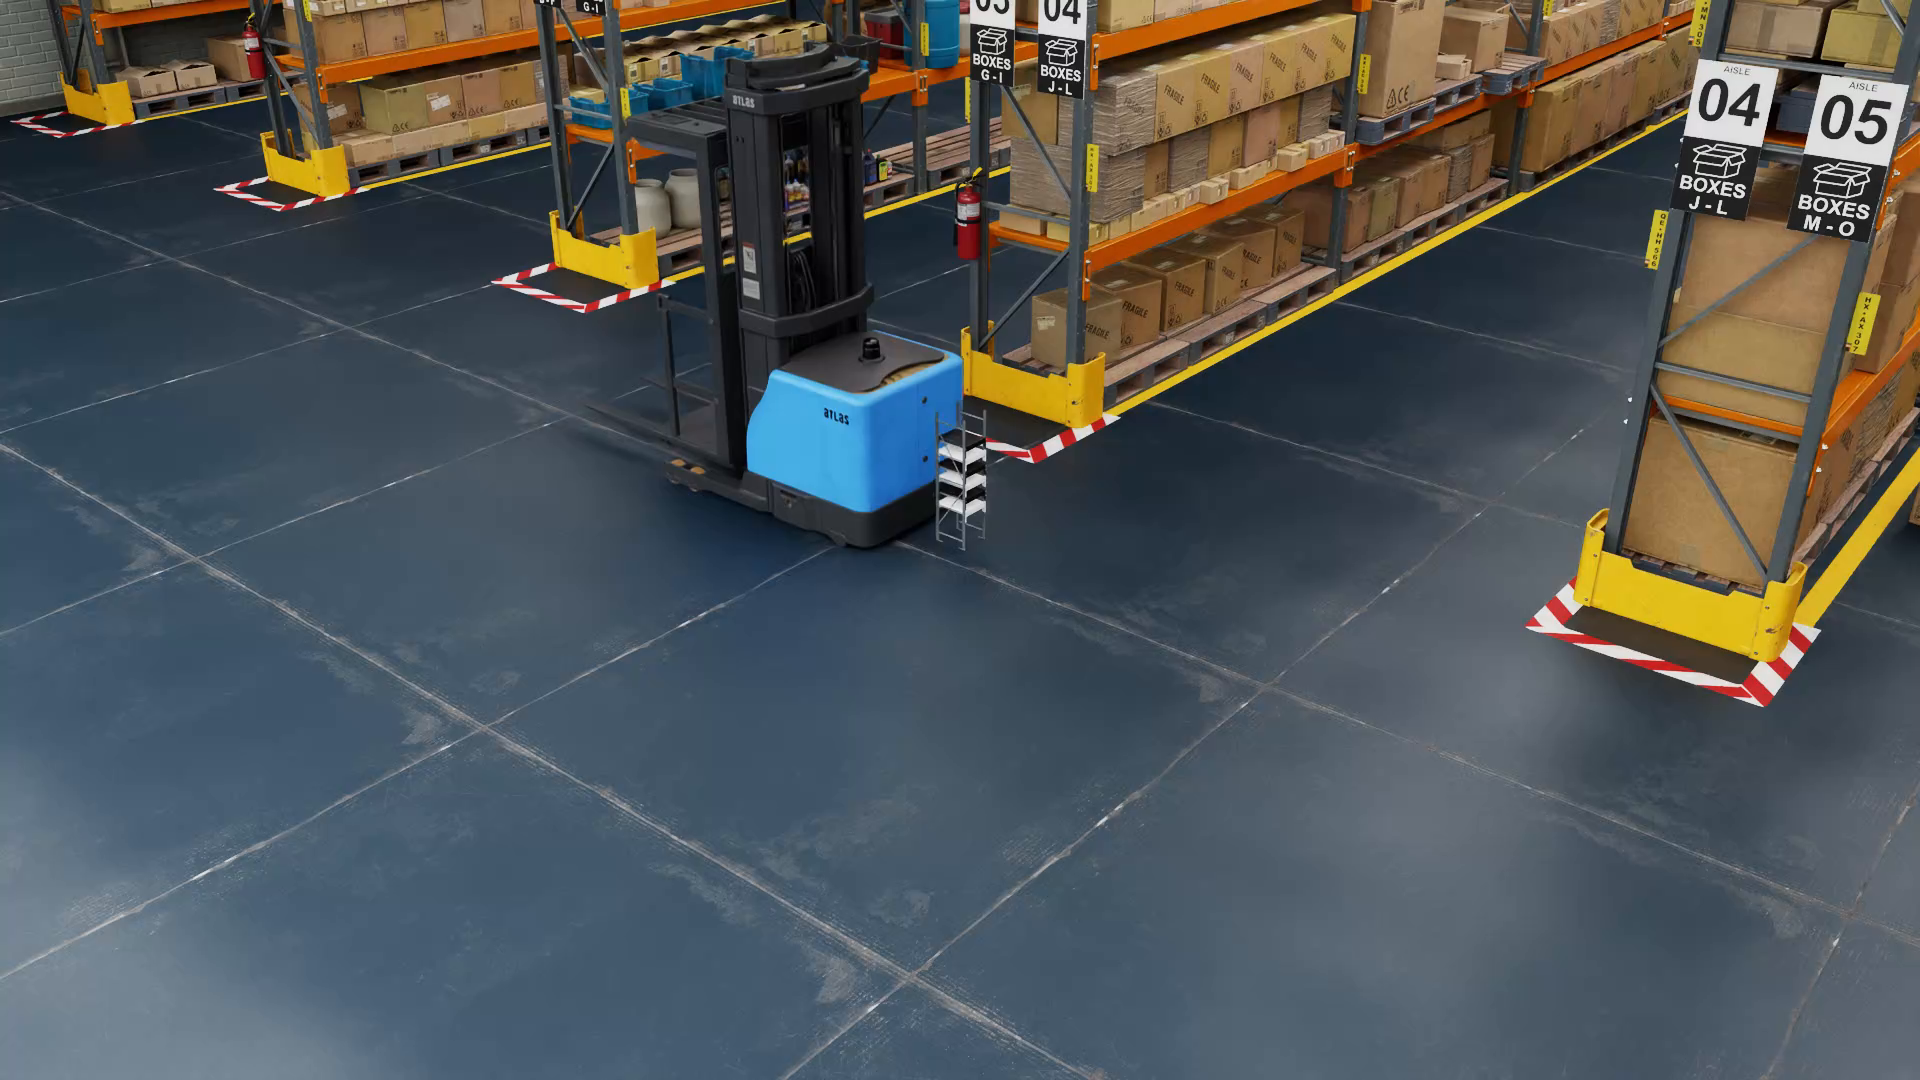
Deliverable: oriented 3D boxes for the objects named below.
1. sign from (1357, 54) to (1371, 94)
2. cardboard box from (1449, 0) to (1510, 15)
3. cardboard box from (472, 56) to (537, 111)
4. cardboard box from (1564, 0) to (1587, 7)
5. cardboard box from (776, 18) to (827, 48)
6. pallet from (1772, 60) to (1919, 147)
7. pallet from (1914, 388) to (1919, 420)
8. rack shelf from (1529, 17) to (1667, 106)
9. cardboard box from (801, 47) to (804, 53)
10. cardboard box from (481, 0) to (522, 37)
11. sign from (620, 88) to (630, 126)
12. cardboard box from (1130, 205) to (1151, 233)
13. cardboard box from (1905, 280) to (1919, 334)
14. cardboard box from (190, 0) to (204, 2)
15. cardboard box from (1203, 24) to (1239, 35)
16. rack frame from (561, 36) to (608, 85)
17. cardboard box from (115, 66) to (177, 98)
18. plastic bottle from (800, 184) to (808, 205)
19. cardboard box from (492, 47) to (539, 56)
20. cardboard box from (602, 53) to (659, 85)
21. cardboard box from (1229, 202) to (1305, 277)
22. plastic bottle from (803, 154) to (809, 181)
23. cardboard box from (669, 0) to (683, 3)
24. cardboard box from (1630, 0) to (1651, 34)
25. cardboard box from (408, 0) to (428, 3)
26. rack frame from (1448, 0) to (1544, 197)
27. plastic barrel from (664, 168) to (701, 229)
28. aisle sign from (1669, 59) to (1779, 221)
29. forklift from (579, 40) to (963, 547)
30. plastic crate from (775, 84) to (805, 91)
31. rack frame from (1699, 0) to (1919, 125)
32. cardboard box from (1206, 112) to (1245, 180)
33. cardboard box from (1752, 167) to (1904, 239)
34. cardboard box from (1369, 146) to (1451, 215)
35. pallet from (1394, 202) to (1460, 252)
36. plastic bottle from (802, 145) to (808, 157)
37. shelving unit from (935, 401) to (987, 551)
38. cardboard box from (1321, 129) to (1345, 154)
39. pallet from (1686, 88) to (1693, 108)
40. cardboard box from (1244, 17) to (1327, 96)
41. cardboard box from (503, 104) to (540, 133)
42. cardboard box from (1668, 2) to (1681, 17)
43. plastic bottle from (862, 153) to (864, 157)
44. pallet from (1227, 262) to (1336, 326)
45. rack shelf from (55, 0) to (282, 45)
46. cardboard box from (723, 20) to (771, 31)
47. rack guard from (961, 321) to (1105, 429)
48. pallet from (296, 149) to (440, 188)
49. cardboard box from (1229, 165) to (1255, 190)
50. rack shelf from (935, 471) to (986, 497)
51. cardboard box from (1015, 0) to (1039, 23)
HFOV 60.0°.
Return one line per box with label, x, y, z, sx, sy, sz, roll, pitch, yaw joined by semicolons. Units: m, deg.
sign;3.463;-3.999;14.274;0.100;0.325;0.005;21;34;34
cardboard box;5.271;-5.217;17.004;0.500;0.500;0.500;16;31;28
cardboard box;-5.371;-5.385;19.614;0.500;0.500;0.500;21;34;34
cardboard box;6.478;-6.164;18.200;0.797;0.503;0.637;22;34;36
cardboard box;-2.201;-7.042;23.023;0.500;0.311;0.500;22;34;36
pallet;4.722;-2.426;9.007;1.003;0.211;1.213;21;34;34
pallet;7.235;-1.342;13.115;1.003;0.211;1.213;21;34;34
rack shelf;6.856;-5.579;19.052;1.077;0.370;4.000;21;34;34
cardboard box;-2.205;-6.793;23.152;0.500;0.250;0.500;22;34;36
cardboard box;-5.532;-6.187;19.336;0.700;0.500;0.500;21;34;35
sign;-2.905;-3.761;14.454;0.100;0.325;0.005;21;34;34
cardboard box;1.205;-2.440;12.475;0.380;0.149;0.250;21;34;34
cardboard box;5.550;-1.642;10.496;0.875;0.550;0.500;21;34;34
cardboard box;-9.768;-7.085;21.323;0.500;0.250;0.500;20;34;34
cardboard box;1.921;-3.951;13.603;0.500;0.500;0.500;21;34;34
rack frame;-4.602;-6.667;20.374;1.000;3.000;0.127;21;34;34
cardboard box;-10.462;-5.916;21.368;0.500;0.311;0.500;17;32;29
plastic bottle;-1.589;-3.497;16.811;0.097;0.201;0.097;0;27;0
cardboard box;-5.451;-5.713;20.249;0.500;0.500;0.500;21;34;34
cardboard box;-4.147;-5.955;20.923;0.500;0.311;0.500;21;34;35
cardboard box;2.754;-2.717;15.001;0.500;0.500;0.500;20;33;33
plastic bottle;-1.615;-3.950;17.612;0.097;0.271;0.097;0;27;0
cardboard box;-3.766;-7.166;21.229;0.500;0.500;0.500;24;36;38
cardboard box;7.721;-6.233;19.424;0.500;0.500;0.500;22;35;36
cardboard box;-6.076;-6.024;18.316;0.380;0.149;0.250;19;33;33
rack frame;5.583;-5.189;17.516;1.000;3.000;0.127;21;34;34
plastic barrel;-2.648;-3.315;16.144;0.421;0.512;0.421;0;27;0
aisle sign;3.981;-2.084;8.685;0.394;0.787;0.004;21;34;34
forklift;-1.423;-1.800;11.039;3.031;2.935;1.130;21;34;34
plastic crate;-1.620;-4.452;16.377;0.530;0.136;0.437;21;34;34
rack frame;4.258;-3.532;7.783;1.000;3.000;0.127;21;34;34
cardboard box;1.770;-3.267;13.368;0.875;0.500;0.500;21;34;34
cardboard box;4.802;-1.756;9.541;0.875;0.550;0.550;21;34;34
cardboard box;4.474;-3.627;16.739;0.700;0.500;0.500;24;36;38
pallet;4.309;-3.243;16.790;1.003;0.211;1.213;21;34;34
plastic bottle;-1.616;-4.072;17.762;0.144;0.351;0.185;22;34;36
shelving unit;0.005;-0.403;10.549;0.258;0.900;0.210;21;34;34
cardboard box;3.129;-3.497;14.519;0.380;0.149;0.250;21;34;34
pallet;9.448;-6.050;22.215;1.003;0.211;1.213;21;34;34
cardboard box;2.648;-3.974;13.646;0.500;0.500;0.500;21;34;34
cardboard box;-5.361;-5.048;19.780;0.500;0.250;0.500;21;34;34
cardboard box;8.573;-6.503;20.330;0.380;0.149;0.250;21;34;35
plastic bottle;-1.081;-3.967;17.558;0.144;0.351;0.185;21;34;34
pallet;2.639;-2.284;14.935;1.003;0.211;1.213;21;34;34
rack shelf;-9.699;-7.085;21.964;1.077;0.370;4.000;21;34;34
cardboard box;-2.946;-7.011;22.964;0.500;0.311;0.500;20;33;33
rack guard;0.543;-1.269;12.660;1.175;0.500;0.348;21;34;34
pallet;-6.693;-4.294;18.821;1.003;0.211;1.213;21;34;34
cardboard box;2.164;-2.970;13.499;0.380;0.149;0.250;21;34;34
rack shelf;0.005;-0.373;10.564;0.258;0.077;0.200;21;34;34
cardboard box;0.606;-3.864;11.852;0.500;0.250;0.500;22;34;36
